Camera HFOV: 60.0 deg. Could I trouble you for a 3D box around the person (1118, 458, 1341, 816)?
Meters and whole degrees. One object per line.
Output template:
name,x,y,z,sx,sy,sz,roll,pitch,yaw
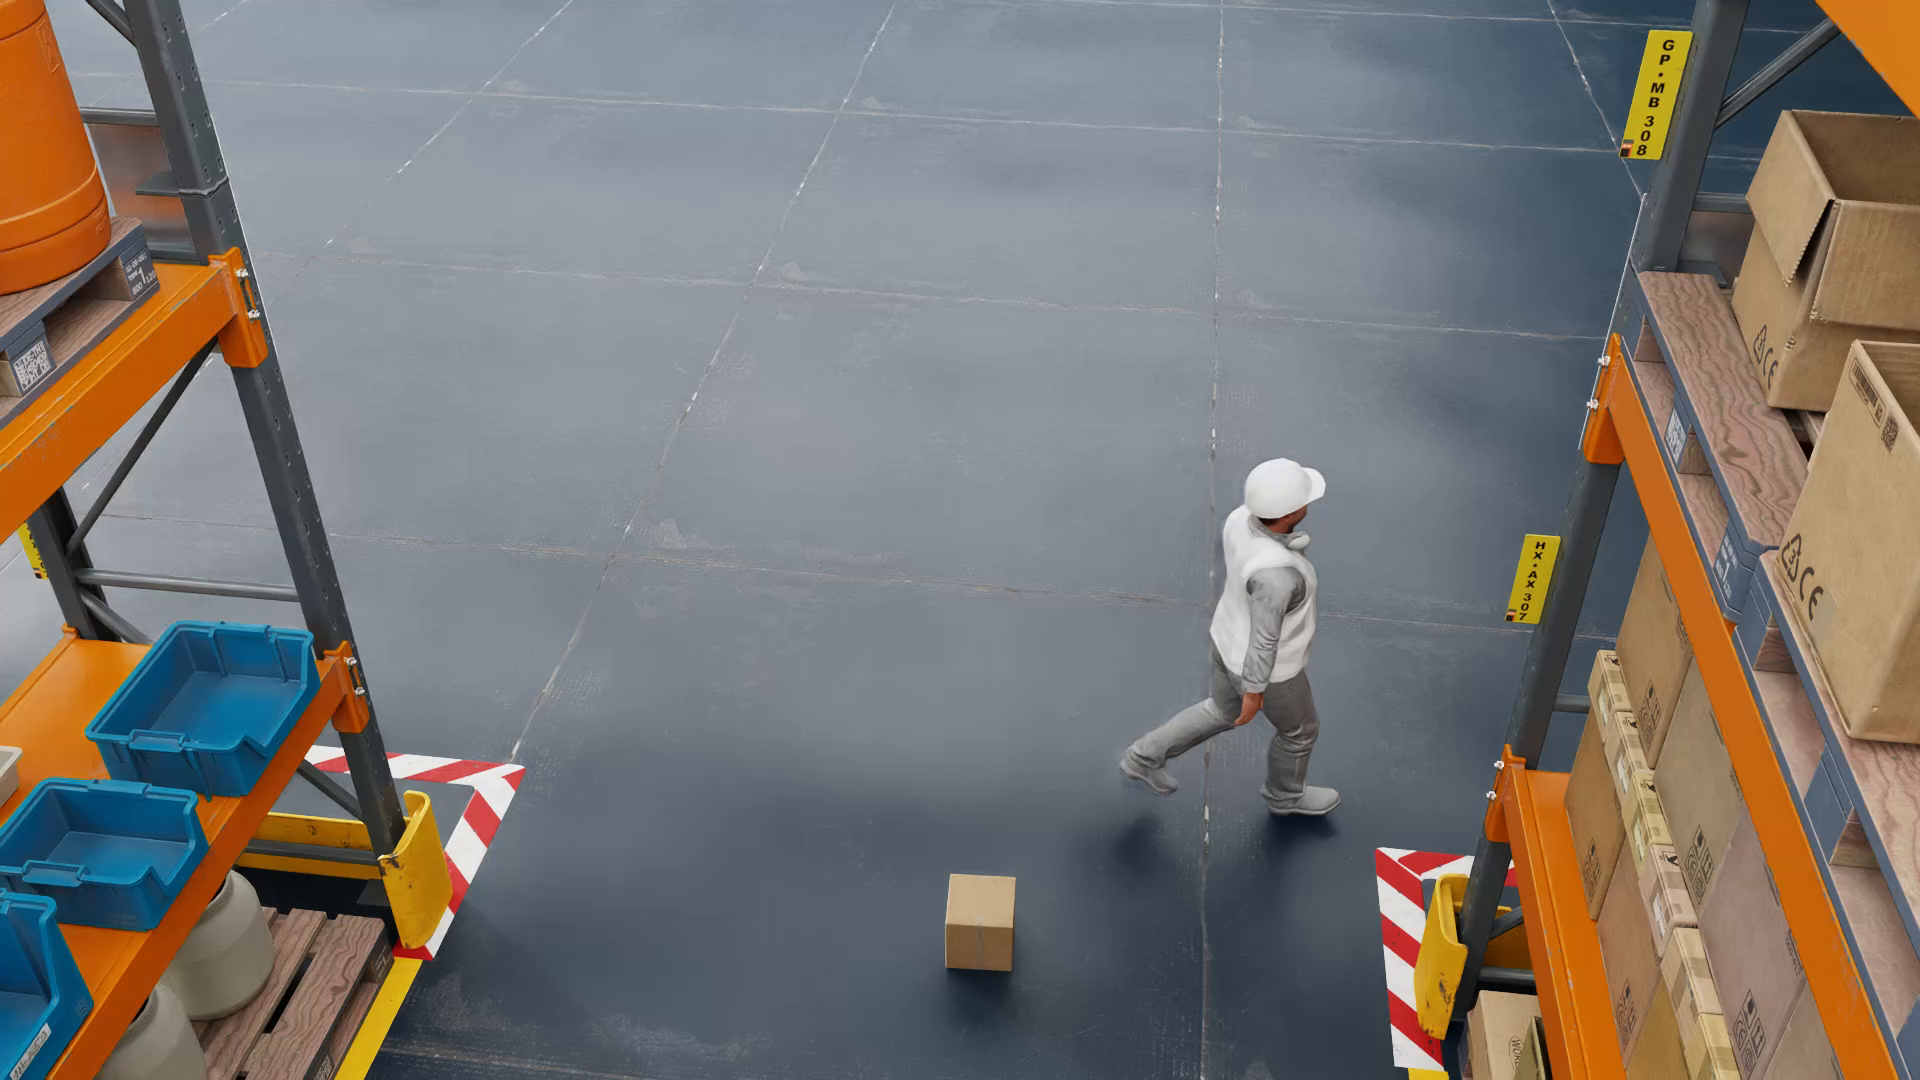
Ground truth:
person,1.115,0.411,6.453,0.922,1.745,0.557,-5,36,-7
